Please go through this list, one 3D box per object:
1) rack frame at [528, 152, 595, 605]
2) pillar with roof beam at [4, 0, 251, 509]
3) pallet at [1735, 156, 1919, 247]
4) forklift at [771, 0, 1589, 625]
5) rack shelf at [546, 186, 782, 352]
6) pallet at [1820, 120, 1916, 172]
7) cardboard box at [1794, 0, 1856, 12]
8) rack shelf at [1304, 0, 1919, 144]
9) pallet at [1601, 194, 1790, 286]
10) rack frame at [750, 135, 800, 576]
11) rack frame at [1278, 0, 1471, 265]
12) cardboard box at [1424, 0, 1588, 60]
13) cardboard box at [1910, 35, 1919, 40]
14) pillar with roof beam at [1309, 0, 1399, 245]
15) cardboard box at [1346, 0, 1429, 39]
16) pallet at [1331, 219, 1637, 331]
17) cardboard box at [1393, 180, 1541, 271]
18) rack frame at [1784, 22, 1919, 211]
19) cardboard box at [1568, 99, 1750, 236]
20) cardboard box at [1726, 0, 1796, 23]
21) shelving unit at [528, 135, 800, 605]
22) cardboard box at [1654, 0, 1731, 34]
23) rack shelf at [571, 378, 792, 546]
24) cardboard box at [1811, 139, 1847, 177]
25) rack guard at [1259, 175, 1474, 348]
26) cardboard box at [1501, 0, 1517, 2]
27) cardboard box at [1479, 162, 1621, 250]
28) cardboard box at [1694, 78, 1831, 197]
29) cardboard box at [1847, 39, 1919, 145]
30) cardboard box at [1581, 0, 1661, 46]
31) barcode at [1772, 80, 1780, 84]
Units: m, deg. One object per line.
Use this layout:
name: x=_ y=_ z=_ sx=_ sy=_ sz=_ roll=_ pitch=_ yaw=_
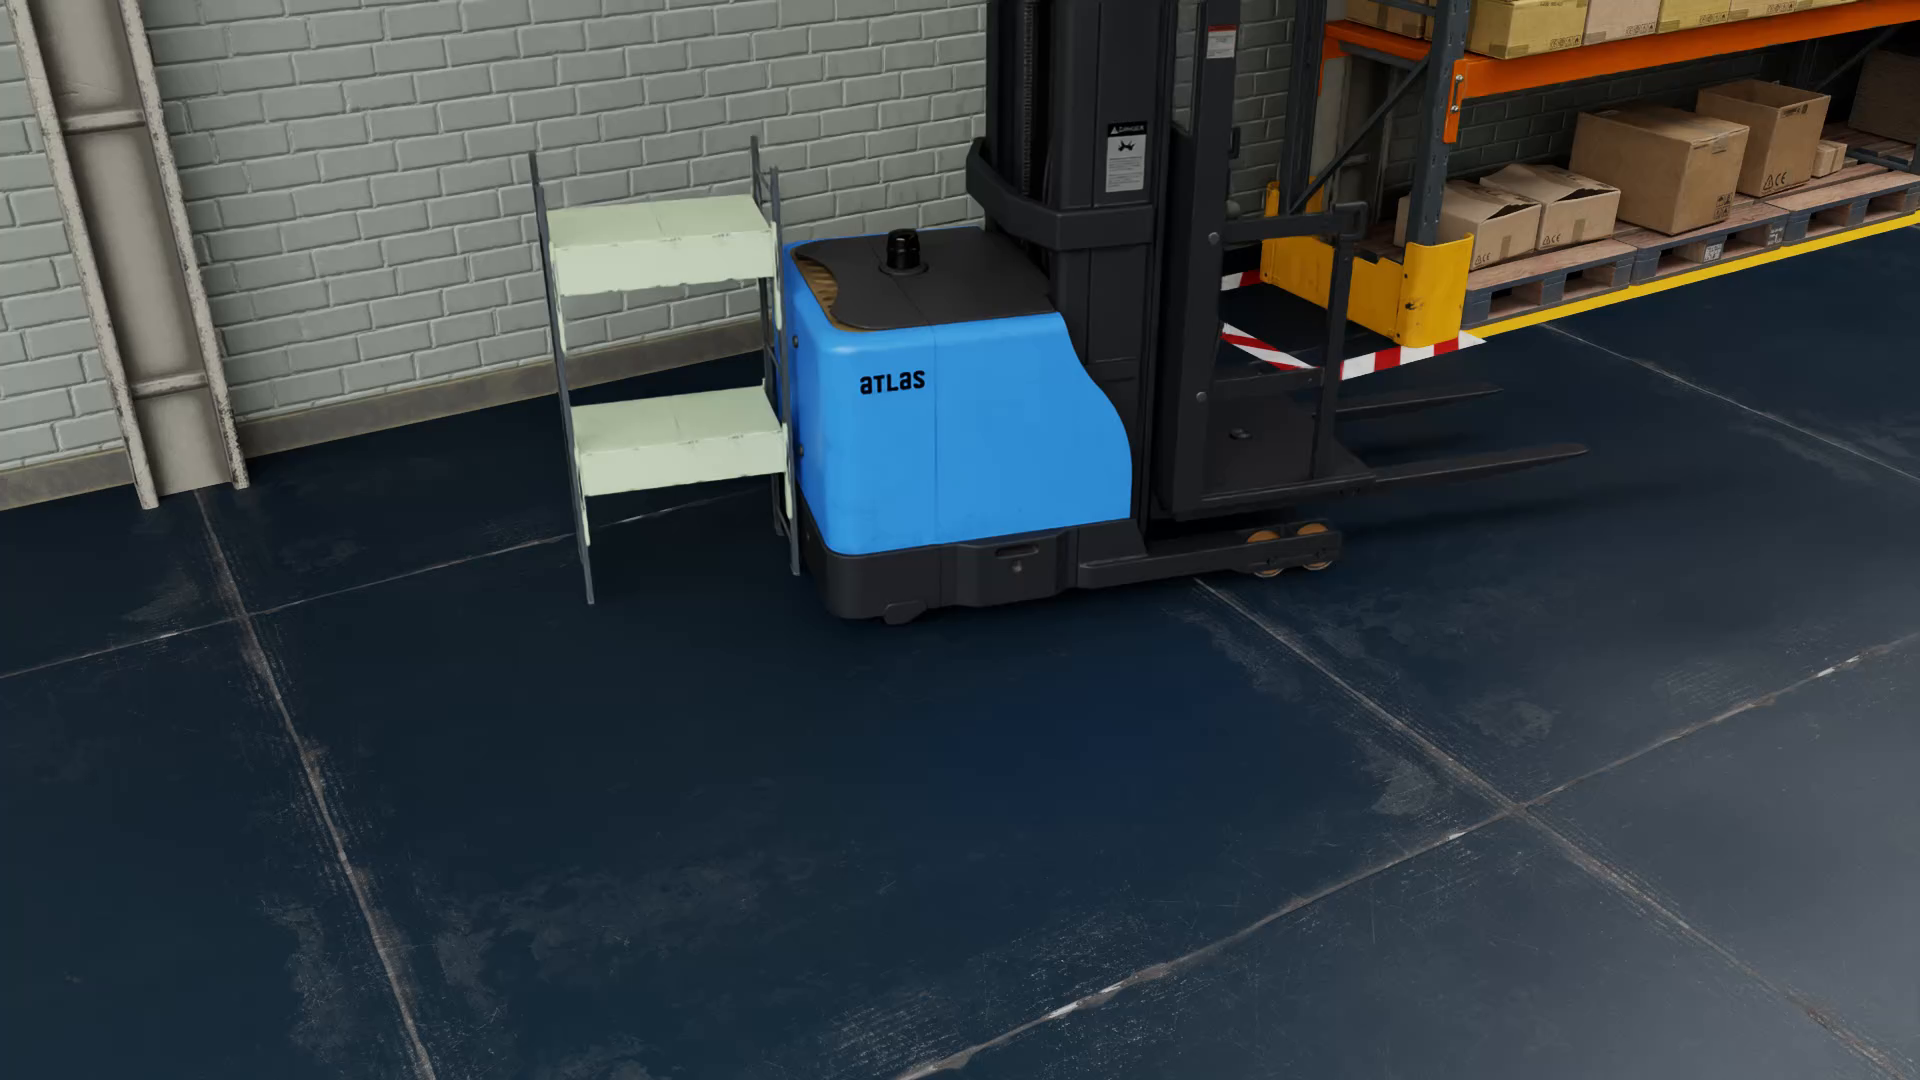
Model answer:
rack frame: x=-1.348 y=-0.521 z=5.643 sx=0.023 sy=1.500 sz=0.400 roll=-8 pitch=30 yaw=-14
pillar with roof beam: x=-0.899 y=-2.376 z=1.243 sx=0.400 sy=9.000 sz=9.100 roll=-16 pitch=33 yaw=-26
pallet: x=4.815 y=-2.059 z=9.763 sx=1.213 sy=0.211 sz=1.003 roll=-16 pitch=33 yaw=-26
forklift: x=0.881 y=-1.385 z=5.726 sx=3.031 sy=2.935 sz=1.130 roll=-8 pitch=30 yaw=-14
rack shelf: x=-0.996 y=-0.912 z=5.543 sx=0.720 sy=0.370 sz=0.431 roll=-8 pitch=30 yaw=-14
pallet: x=6.047 y=-2.430 z=10.434 sx=1.213 sy=0.211 sz=1.003 roll=-16 pitch=33 yaw=-26
cardboard box: x=4.262 y=-2.912 z=8.557 sx=0.500 sy=0.250 sz=0.500 roll=-16 pitch=33 yaw=-27
rack shelf: x=3.652 y=-2.655 z=8.701 sx=4.000 sy=0.370 sz=1.077 roll=-16 pitch=33 yaw=-26
pallet: x=3.762 y=-1.759 z=9.219 sx=1.213 sy=0.211 sz=1.003 roll=-16 pitch=33 yaw=-26
rack frame: x=-0.645 y=-0.619 z=5.820 sx=0.023 sy=1.500 sz=0.400 roll=-8 pitch=30 yaw=-14
rack frame: x=1.928 y=-2.480 z=7.640 sx=0.127 sy=3.000 sz=1.000 roll=-16 pitch=33 yaw=-26
cardboard box: x=2.509 y=-2.411 z=7.648 sx=0.500 sy=0.250 sz=0.500 roll=-17 pitch=33 yaw=-28
cardboard box: x=6.423 y=-2.892 z=10.518 sx=0.500 sy=0.500 sz=0.700 roll=-17 pitch=33 yaw=-27
pillar with roof beam: x=4.274 y=-3.845 z=3.904 sx=0.400 sy=9.000 sz=9.100 roll=-16 pitch=33 yaw=-26
cardboard box: x=2.232 y=-2.619 z=8.025 sx=0.500 sy=0.250 sz=0.500 roll=-15 pitch=32 yaw=-26
pallet: x=2.712 y=-1.462 z=8.681 sx=1.213 sy=0.211 sz=1.003 roll=-16 pitch=33 yaw=-26
cardboard box: x=2.570 y=-1.628 z=8.422 sx=0.500 sy=0.311 sz=0.500 roll=-20 pitch=35 yaw=-32
rack frame: x=5.376 y=-3.459 z=9.414 sx=0.127 sy=3.000 sz=1.000 roll=-16 pitch=33 yaw=-26
cardboard box: x=3.719 y=-2.009 z=8.917 sx=0.500 sy=0.500 sz=0.700 roll=-18 pitch=34 yaw=-29
cardboard box: x=3.829 y=-2.789 z=8.333 sx=0.500 sy=0.250 sz=0.500 roll=-16 pitch=32 yaw=-26
shelving unit: x=-0.996 y=-0.570 z=5.731 sx=0.755 sy=1.500 sz=0.431 roll=-8 pitch=30 yaw=-14
cardboard box: x=3.392 y=-2.666 z=8.111 sx=0.500 sy=0.250 sz=0.500 roll=-16 pitch=33 yaw=-27
rack shelf: x=-0.996 y=-0.285 z=5.889 sx=0.720 sy=0.370 sz=0.431 roll=-8 pitch=30 yaw=-14
cardboard box: x=4.930 y=-2.268 z=9.732 sx=0.250 sy=0.166 sz=0.380 roll=-21 pitch=35 yaw=-33
rack guard: x=1.993 y=-1.404 z=8.278 sx=0.348 sy=0.500 sz=1.175 roll=-16 pitch=33 yaw=-26
cardboard box: x=2.492 y=-2.743 z=7.475 sx=0.500 sy=0.500 sz=0.500 roll=-16 pitch=33 yaw=-26
cardboard box: x=3.061 y=-1.767 z=8.675 sx=0.500 sy=0.311 sz=0.500 roll=-13 pitch=31 yaw=-22
cardboard box: x=4.502 y=-2.287 z=9.421 sx=0.500 sy=0.500 sz=0.500 roll=-19 pitch=34 yaw=-30
cardboard box: x=6.003 y=-2.745 z=10.251 sx=0.500 sy=0.500 sz=0.700 roll=-15 pitch=32 yaw=-25
cardboard box: x=2.950 y=-2.544 z=7.889 sx=0.500 sy=0.250 sz=0.500 roll=-17 pitch=33 yaw=-28
barcode: x=4.789 y=-2.666 z=9.776 sx=0.075 sy=0.075 sz=0.001 roll=-16 pitch=33 yaw=-26
